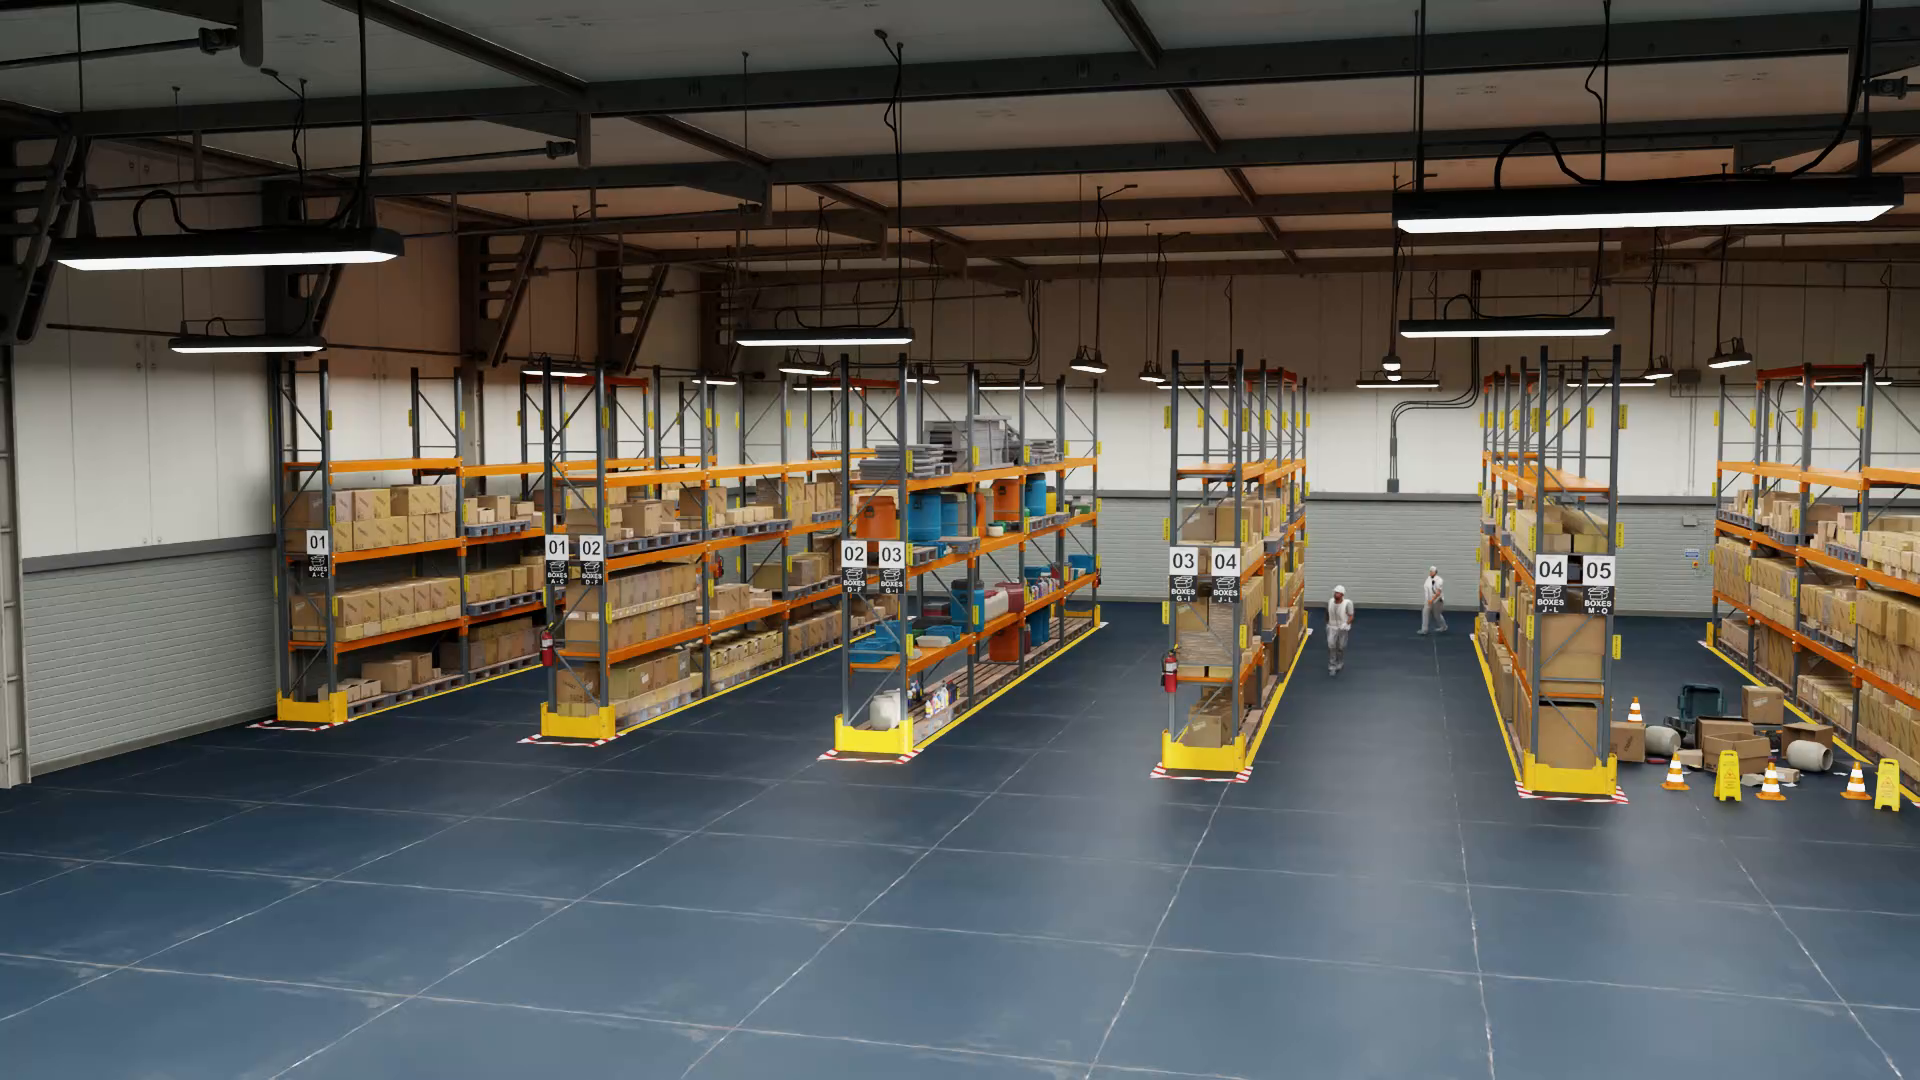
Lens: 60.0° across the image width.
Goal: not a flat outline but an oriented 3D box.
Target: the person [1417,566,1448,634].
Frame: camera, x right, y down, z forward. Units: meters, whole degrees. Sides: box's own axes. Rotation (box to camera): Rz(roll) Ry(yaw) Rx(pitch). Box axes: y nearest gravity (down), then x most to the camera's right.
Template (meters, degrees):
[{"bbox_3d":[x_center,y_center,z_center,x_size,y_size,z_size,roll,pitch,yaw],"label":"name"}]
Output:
[{"bbox_3d":[11.057,1.402,38.794,0.954,1.600,0.532,-3,5,-33],"label":"person"}]

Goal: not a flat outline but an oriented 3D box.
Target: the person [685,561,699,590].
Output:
[{"bbox_3d":[-6.374,1.390,38.600,0.743,1.812,0.877,1,4,14],"label":"person"}]

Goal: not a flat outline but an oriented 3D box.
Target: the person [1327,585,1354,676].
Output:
[{"bbox_3d":[7.529,1.798,32.951,0.532,1.809,0.886,1,4,14],"label":"person"}]
